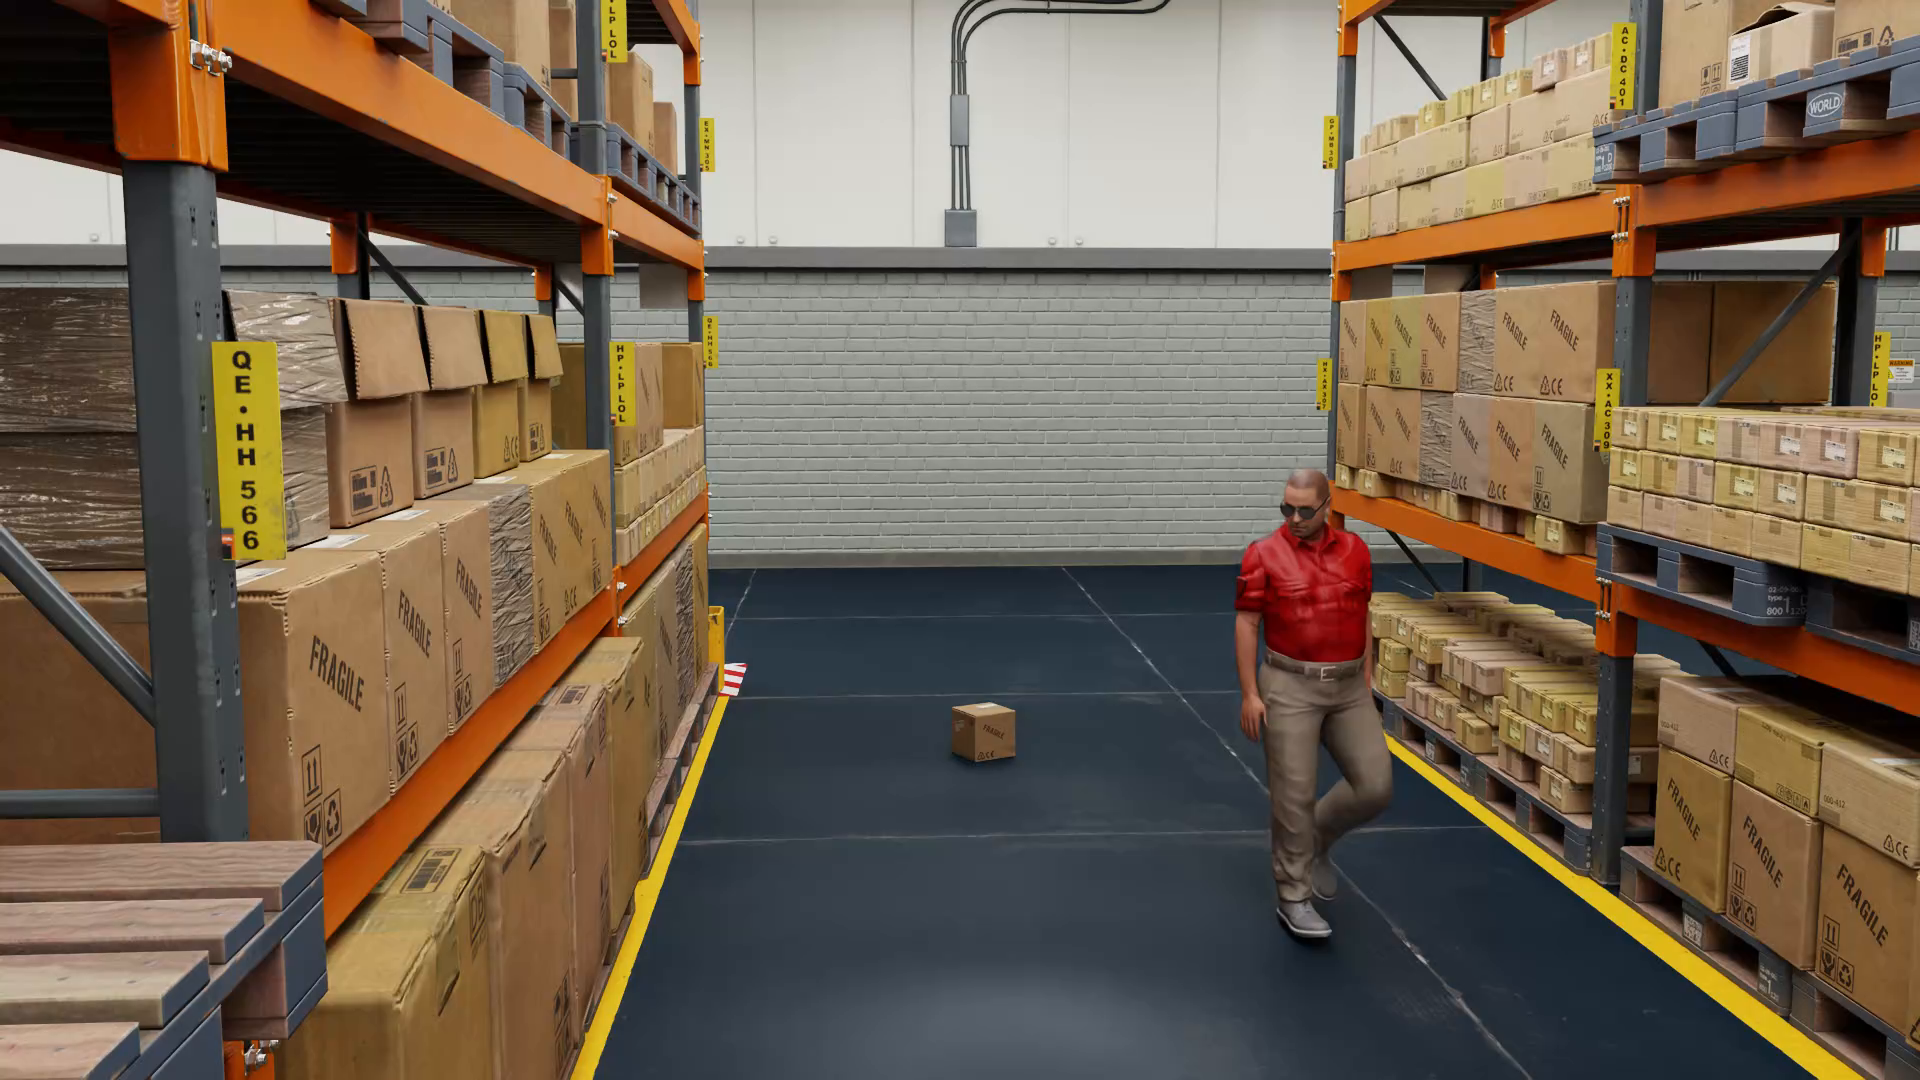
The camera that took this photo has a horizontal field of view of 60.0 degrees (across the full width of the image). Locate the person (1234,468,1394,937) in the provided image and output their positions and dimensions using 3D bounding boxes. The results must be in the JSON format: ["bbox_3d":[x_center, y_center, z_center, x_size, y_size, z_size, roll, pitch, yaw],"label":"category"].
[{"bbox_3d":[1.324,0.585,6.254,0.572,1.716,0.553,-2,7,-14],"label":"person"}]
